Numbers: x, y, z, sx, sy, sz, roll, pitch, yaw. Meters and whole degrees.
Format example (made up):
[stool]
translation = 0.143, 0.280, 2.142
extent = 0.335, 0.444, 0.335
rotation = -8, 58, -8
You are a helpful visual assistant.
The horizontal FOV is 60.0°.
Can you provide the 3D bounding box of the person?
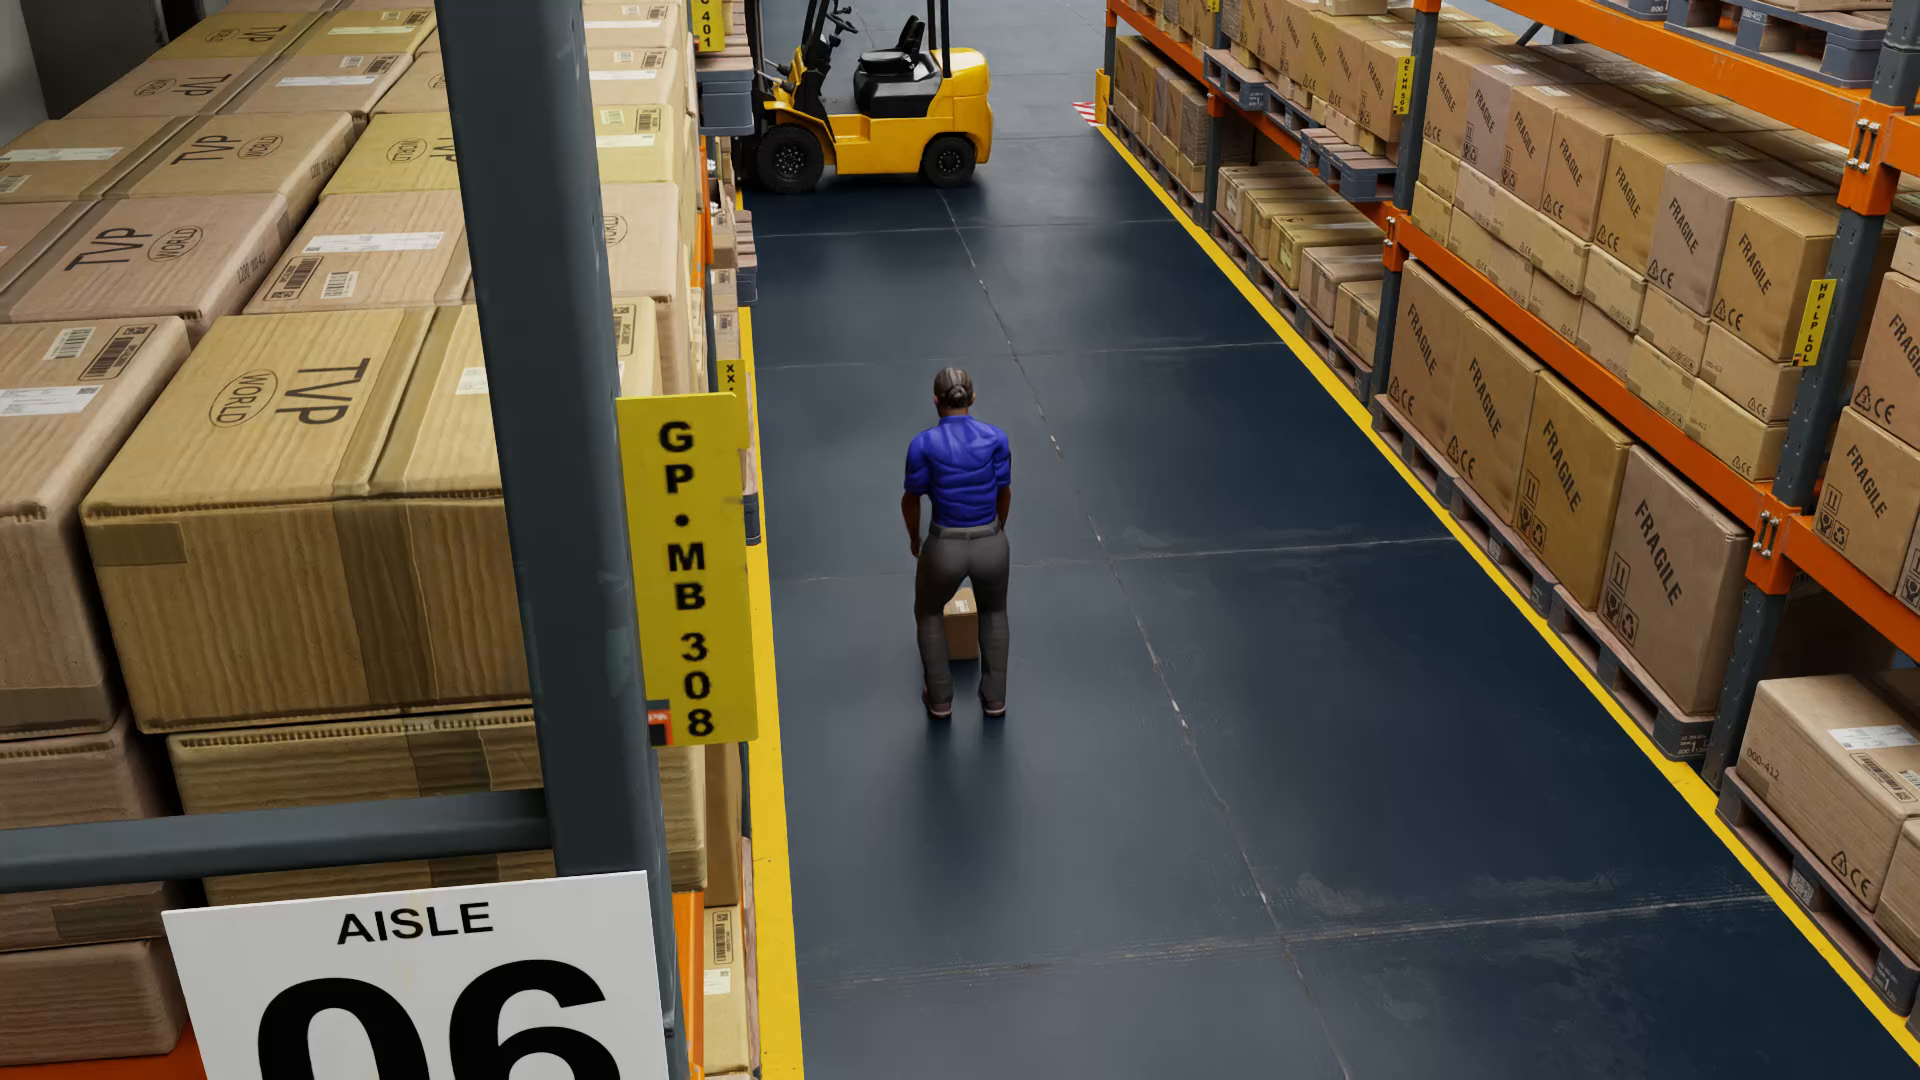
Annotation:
[person]
translation = -0.013, 0.043, 7.146
extent = 0.469, 1.575, 0.430
rotation = -3, 27, -6
